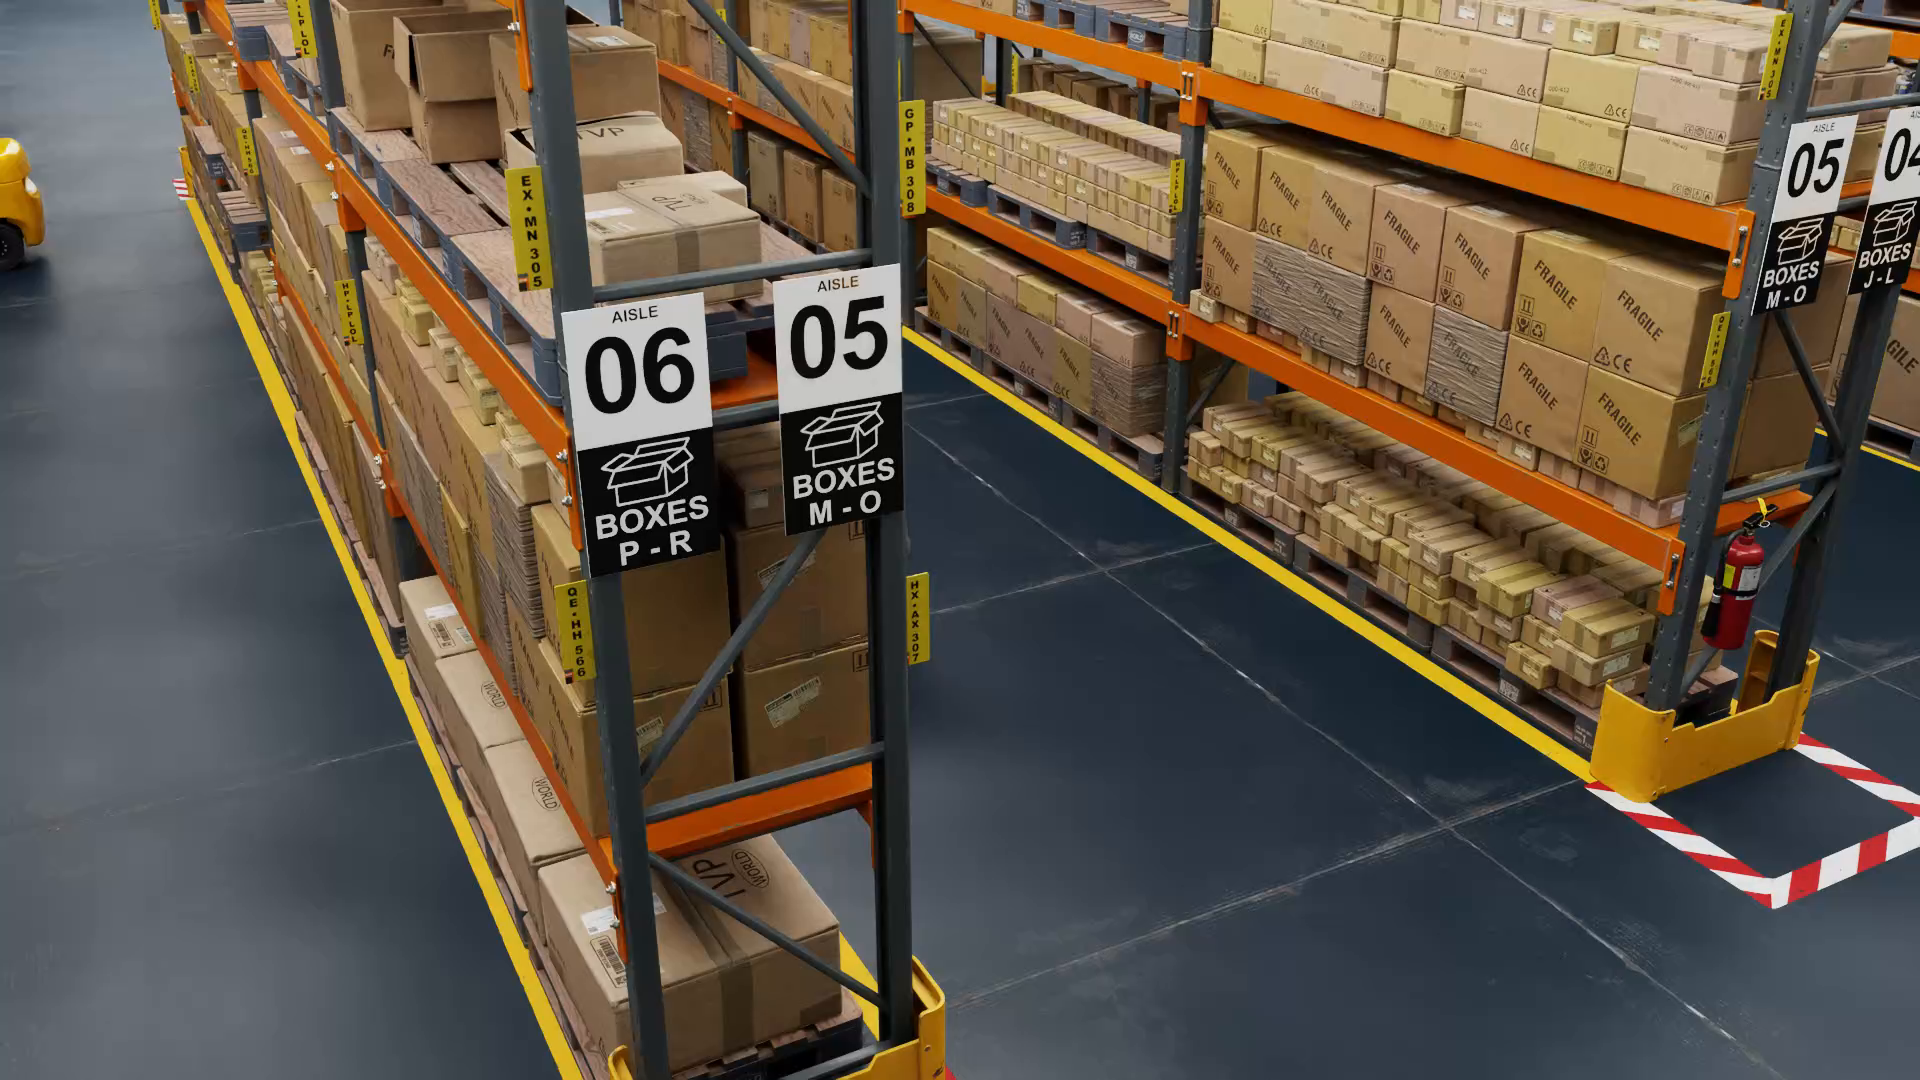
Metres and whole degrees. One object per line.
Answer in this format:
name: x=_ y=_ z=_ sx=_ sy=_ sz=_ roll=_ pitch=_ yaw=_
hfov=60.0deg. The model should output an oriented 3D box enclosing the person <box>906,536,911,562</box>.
person: x=-0.646 y=0.109 z=9.174 sx=0.796 sy=0.985 sz=0.490 roll=-13 pitch=29 yaw=-25
